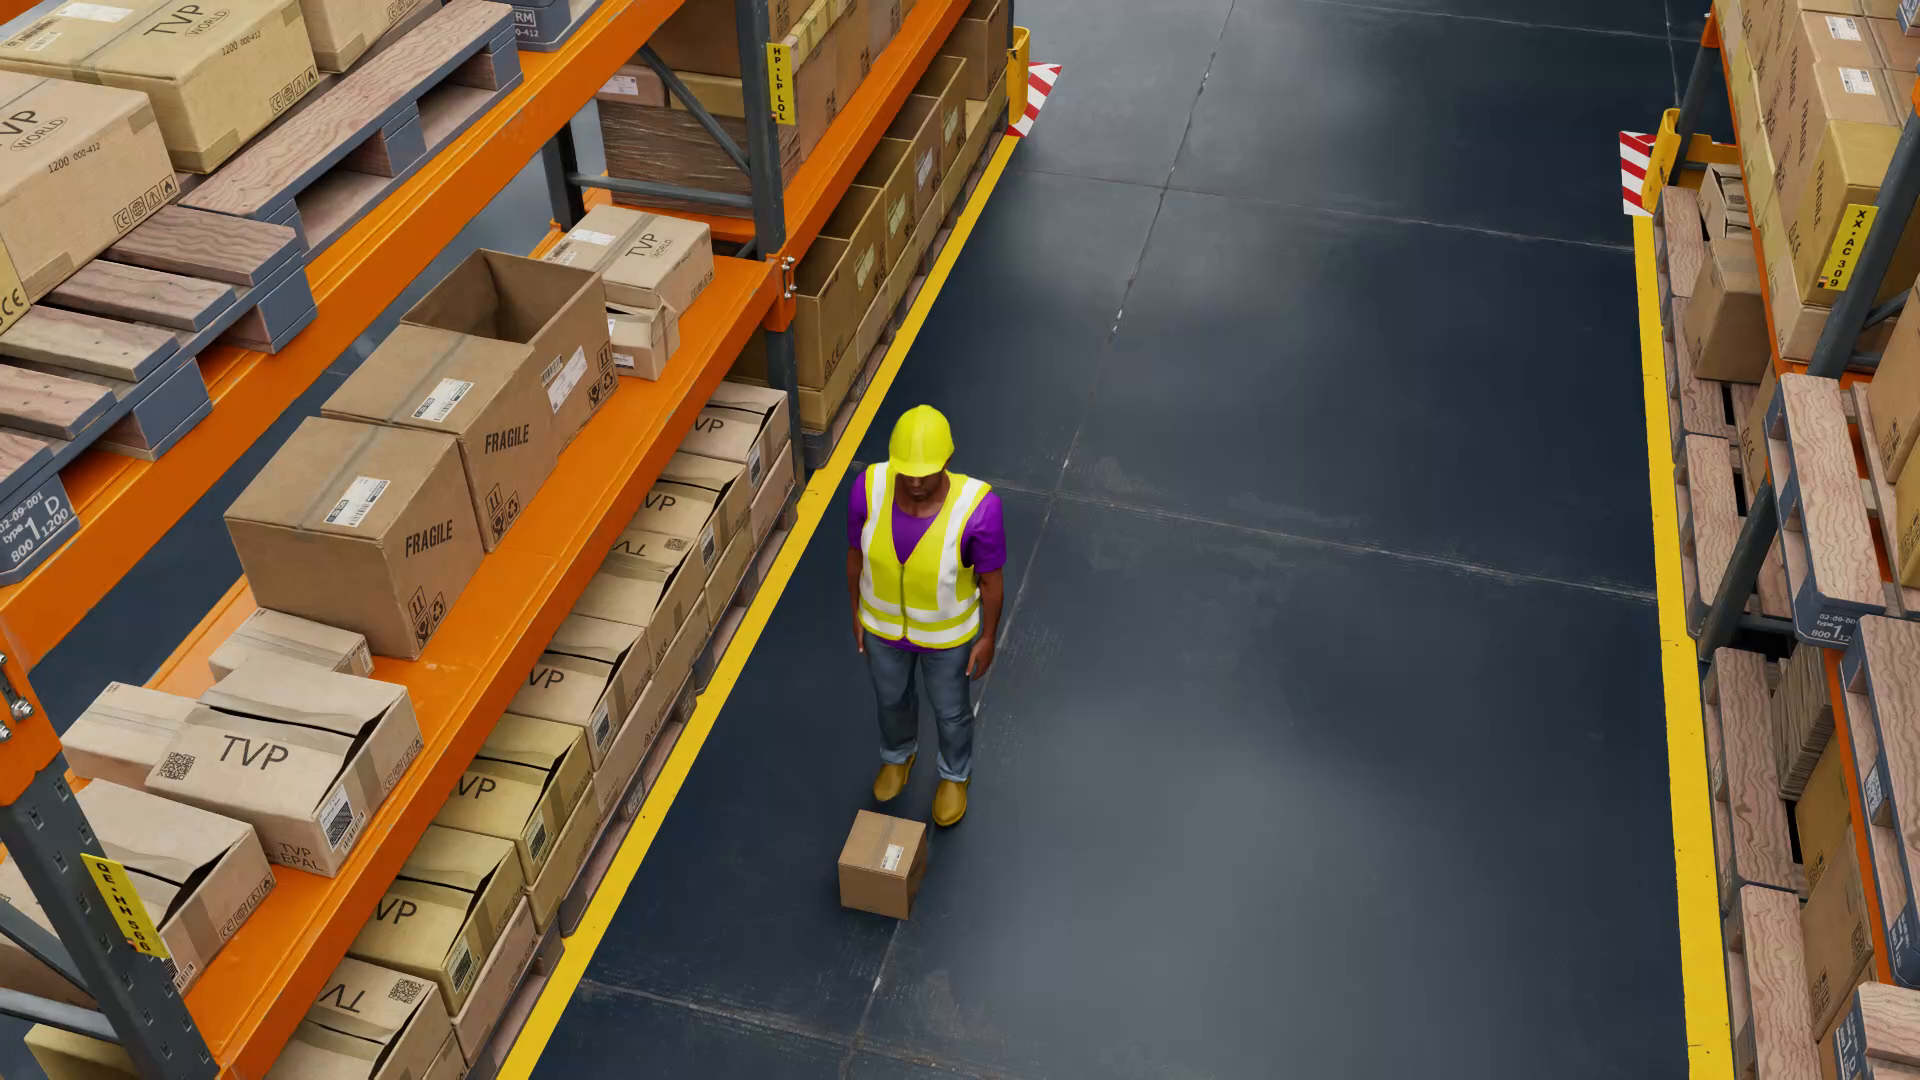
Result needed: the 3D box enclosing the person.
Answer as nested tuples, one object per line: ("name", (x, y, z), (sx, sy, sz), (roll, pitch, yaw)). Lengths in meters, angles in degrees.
("person", (-0.129, 0.300, 5.821), (0.566, 1.807, 0.357), (11, 42, 13))
